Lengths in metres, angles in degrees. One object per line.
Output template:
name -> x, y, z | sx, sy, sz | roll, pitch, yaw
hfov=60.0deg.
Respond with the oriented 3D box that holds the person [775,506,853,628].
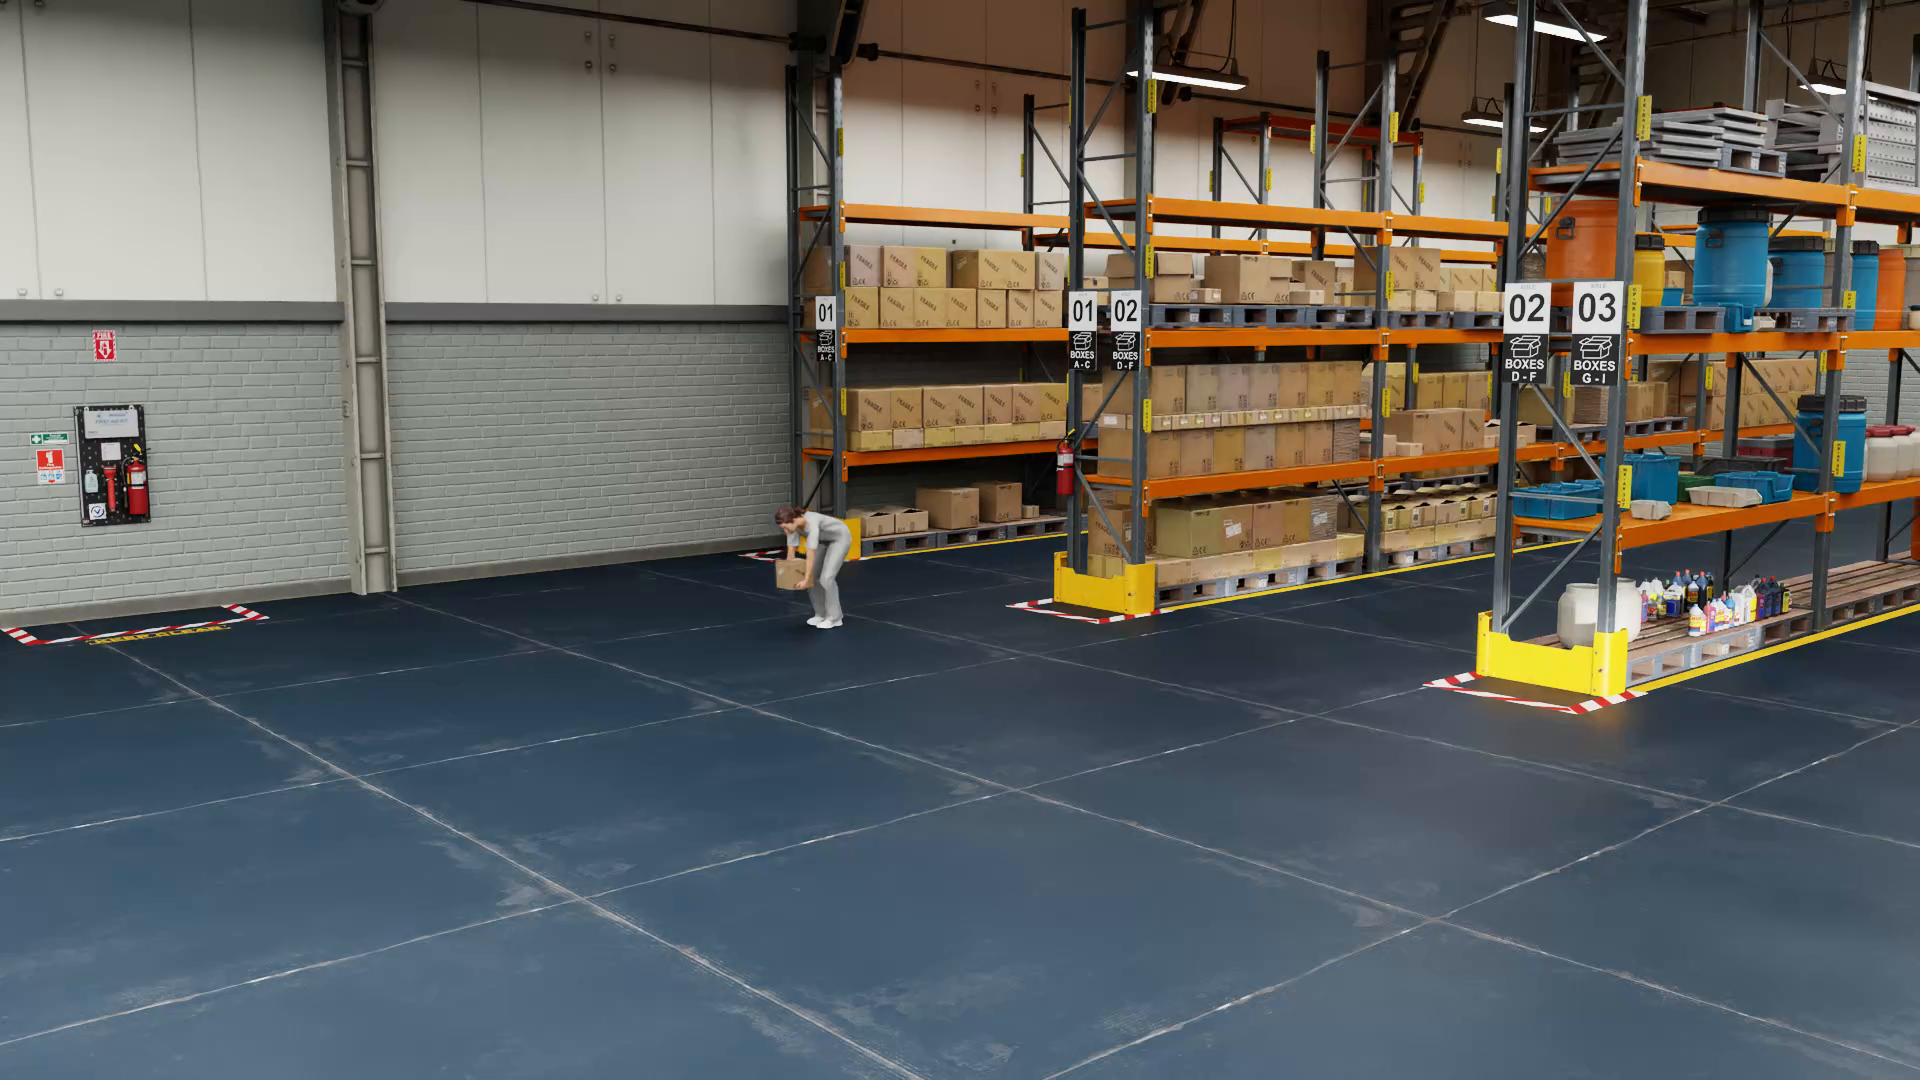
person -> -1.405, 0.249, 15.769 | 0.843, 1.190, 0.429 | -7, 10, -43
